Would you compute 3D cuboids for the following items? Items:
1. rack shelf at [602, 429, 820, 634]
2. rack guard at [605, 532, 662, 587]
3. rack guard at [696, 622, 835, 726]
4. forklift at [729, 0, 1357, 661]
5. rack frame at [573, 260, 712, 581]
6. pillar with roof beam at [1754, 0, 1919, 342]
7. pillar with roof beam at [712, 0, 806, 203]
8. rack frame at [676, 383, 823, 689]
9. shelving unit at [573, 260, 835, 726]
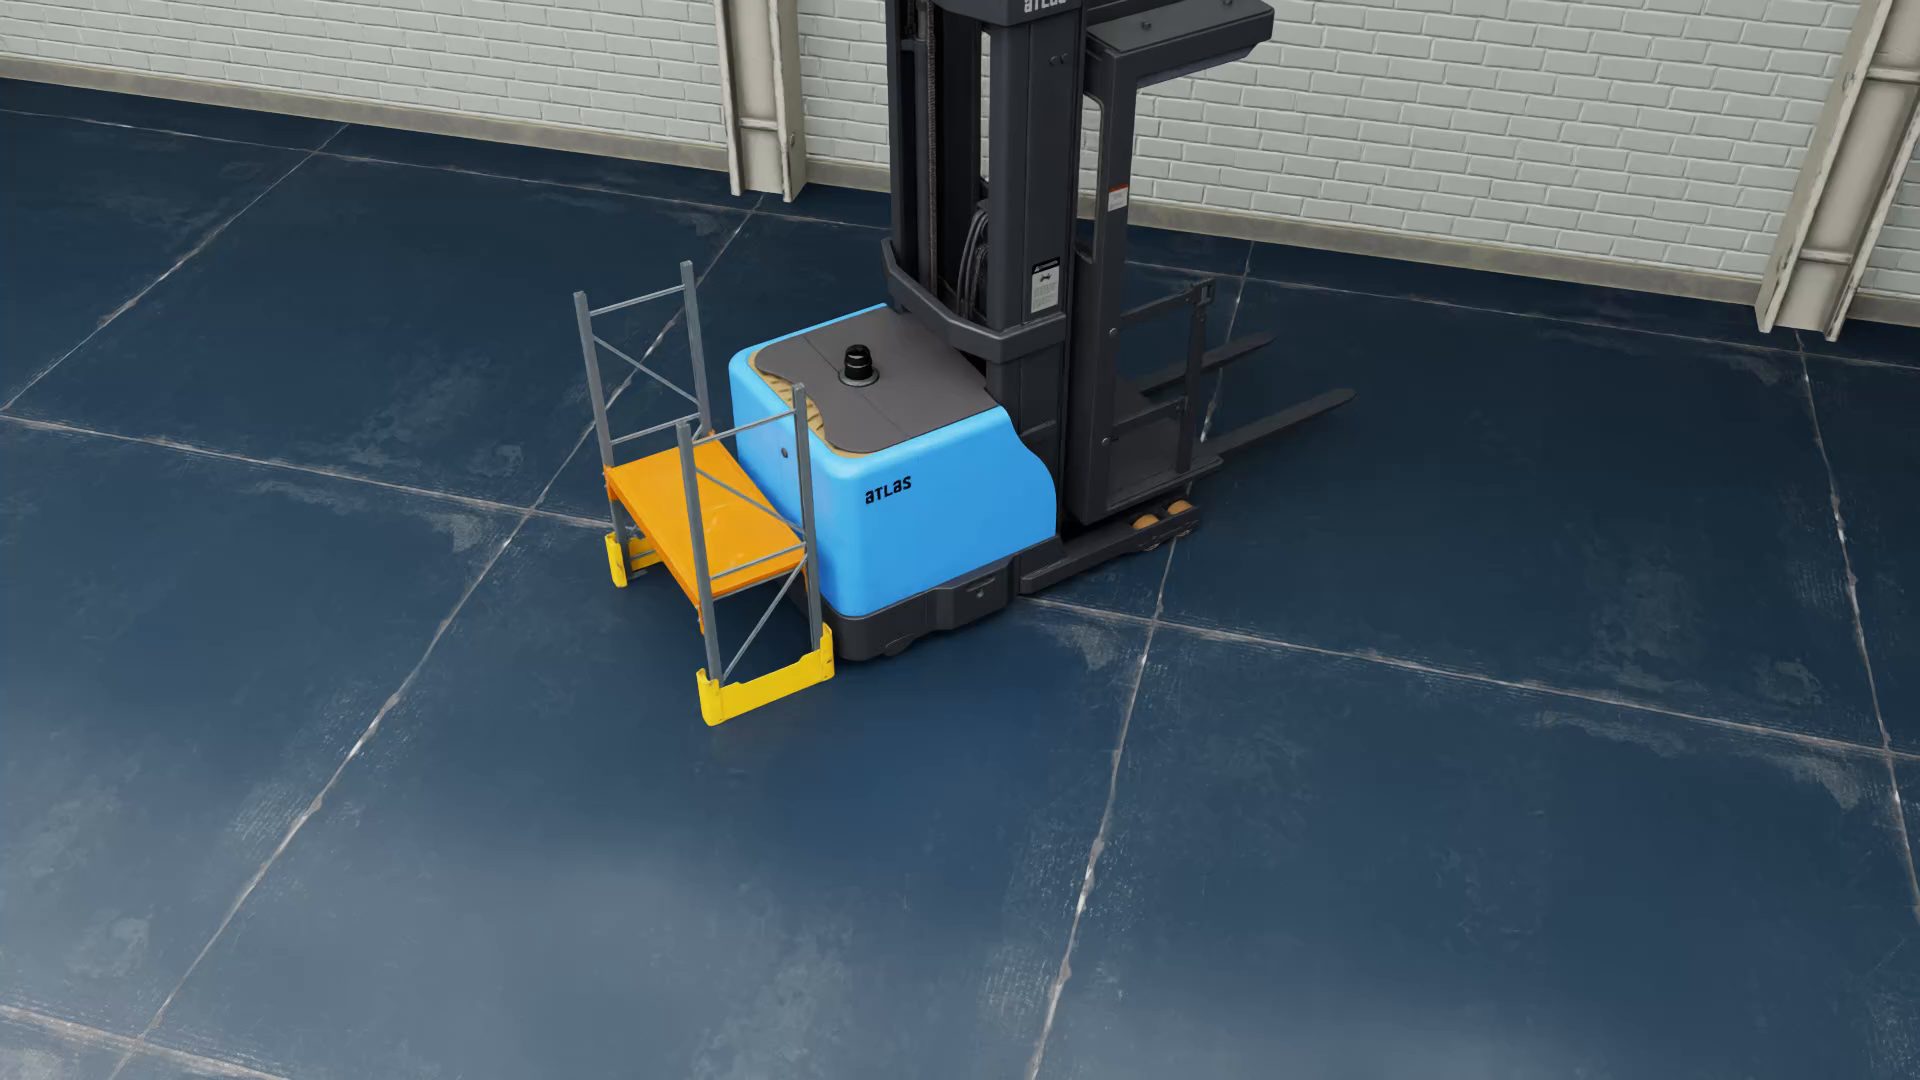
[{"bbox_3d":[-1.049,-0.056,6.931,0.538,0.185,1.000,-21,44,-23],"label":"rack shelf"},{"bbox_3d":[-1.308,0.004,7.551,0.587,0.250,0.087,-21,44,-23],"label":"rack guard"},{"bbox_3d":[-0.799,0.555,6.895,0.587,0.250,0.087,-21,44,-23],"label":"rack guard"},{"bbox_3d":[0.524,-1.338,7.064,3.031,2.935,1.130,-22,45,-24],"label":"forklift"},{"bbox_3d":[-1.309,-0.475,7.150,0.500,1.500,0.032,-21,44,-23],"label":"rack frame"},{"bbox_3d":[3.498,-1.976,3.105,0.400,9.000,9.100,10,41,11],"label":"pillar with roof beam"},{"bbox_3d":[-2.298,-2.973,4.293,0.400,9.000,9.100,10,41,11],"label":"pillar with roof beam"},{"bbox_3d":[-0.789,0.087,6.480,0.500,1.500,0.032,-21,44,-23],"label":"rack frame"},{"bbox_3d":[-1.053,-0.199,6.821,0.587,1.500,1.083,-21,44,-23],"label":"shelving unit"}]
